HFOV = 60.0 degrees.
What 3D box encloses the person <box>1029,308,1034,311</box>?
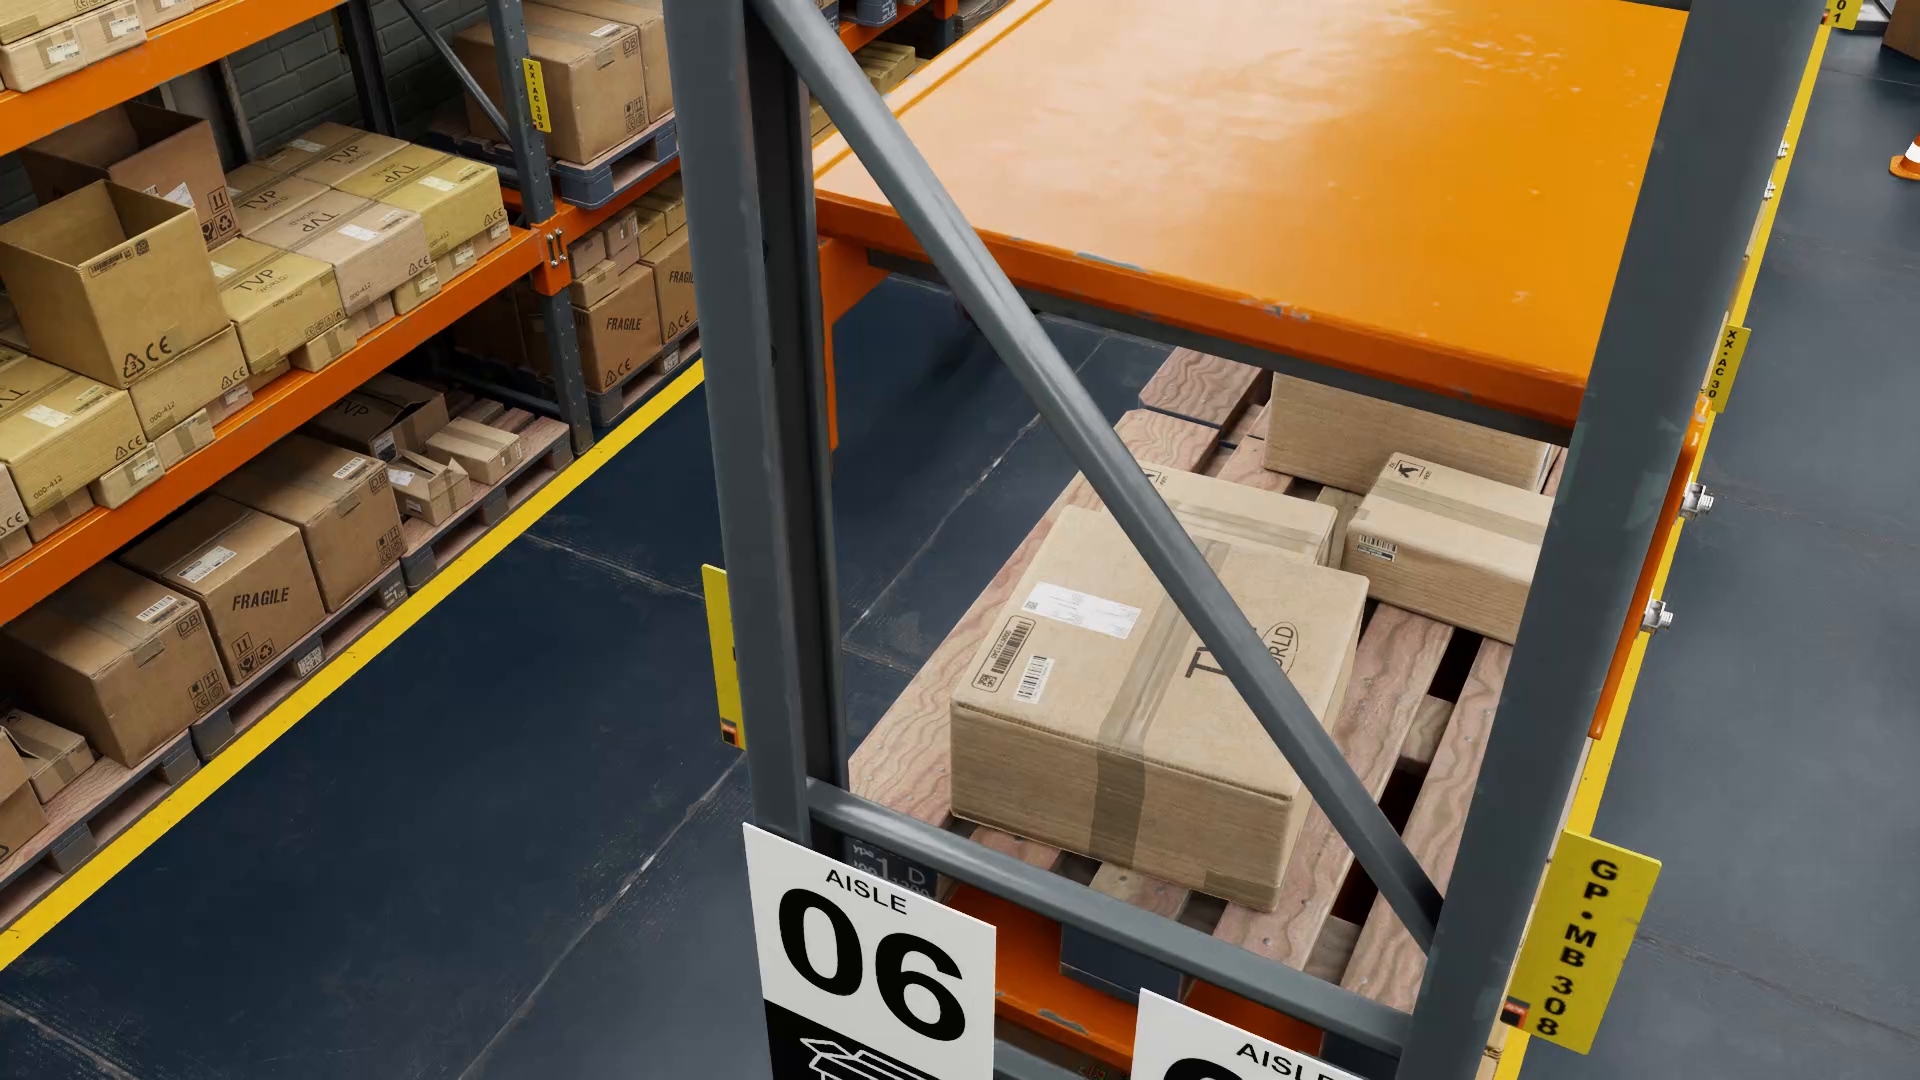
[{"bbox_3d":[0.326,-1.961,9.132,0.472,1.620,0.478,17,41,21],"label":"person"}]
